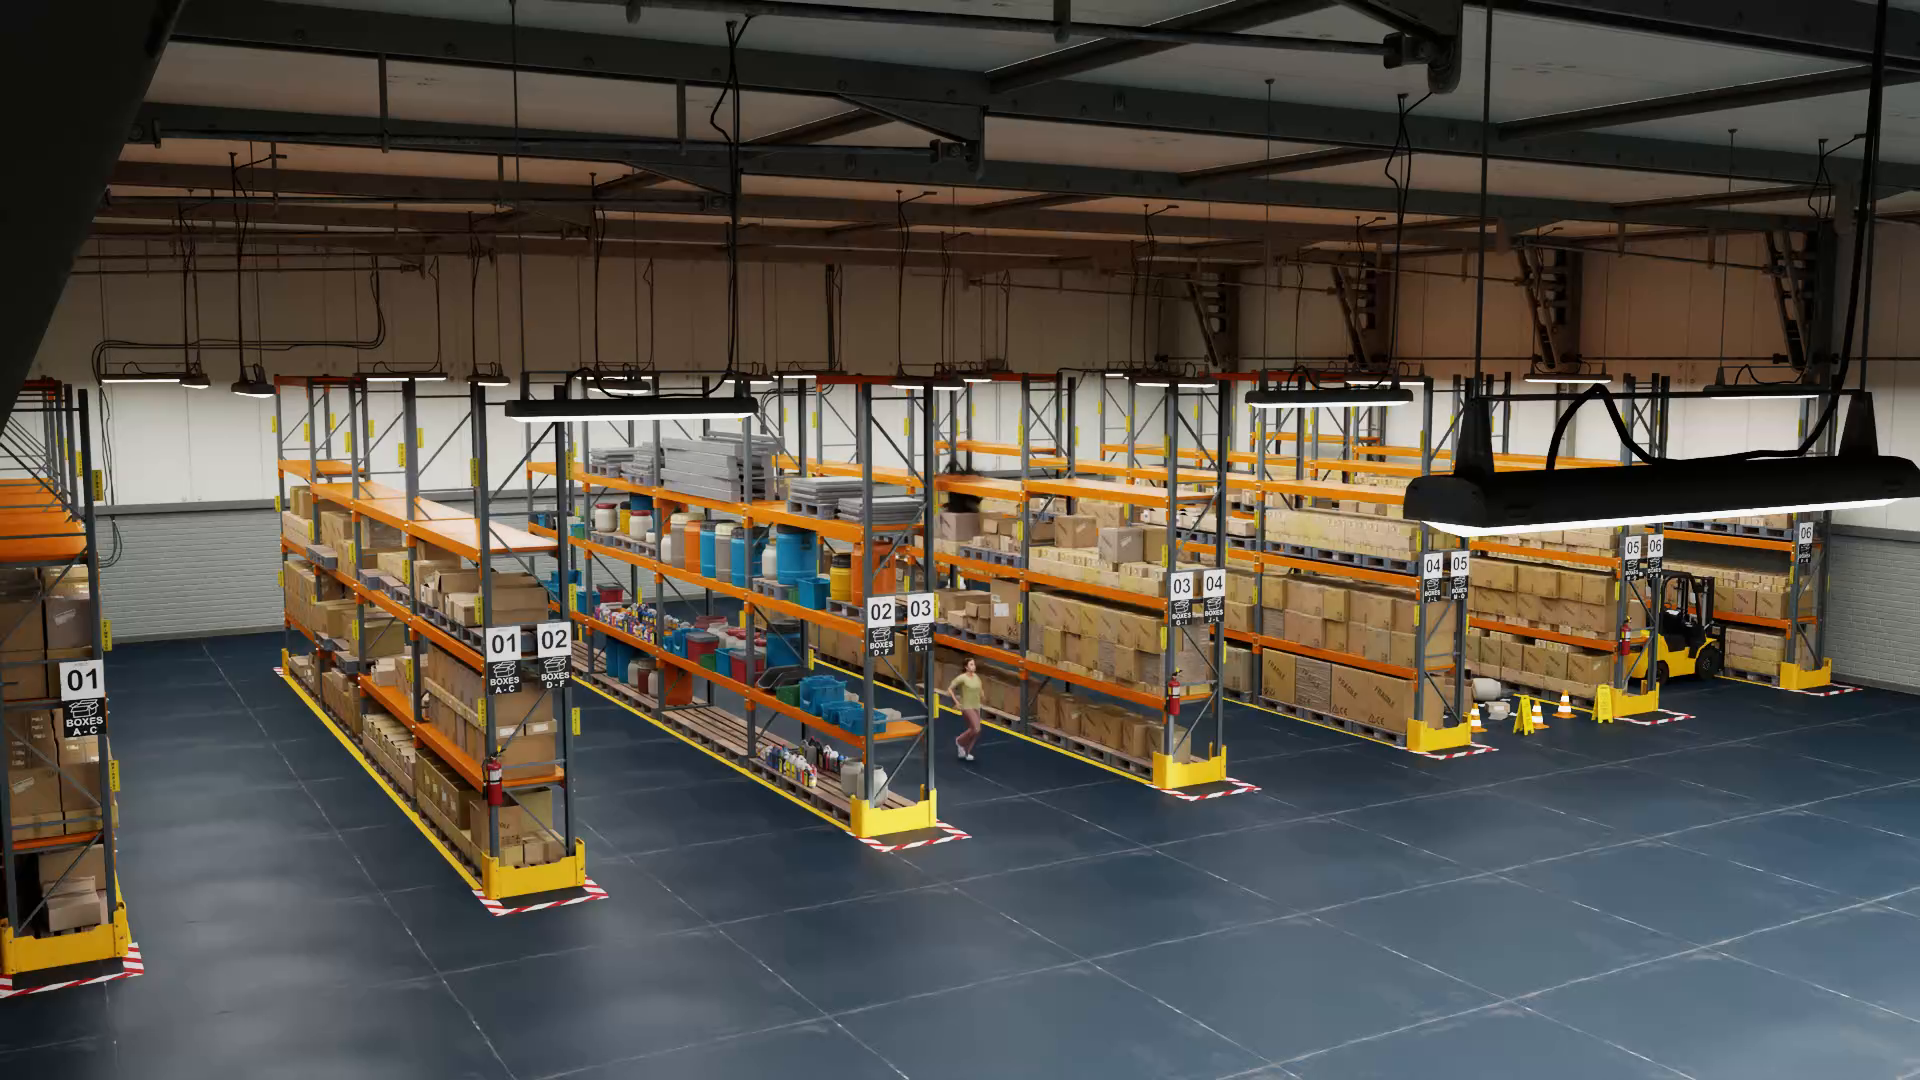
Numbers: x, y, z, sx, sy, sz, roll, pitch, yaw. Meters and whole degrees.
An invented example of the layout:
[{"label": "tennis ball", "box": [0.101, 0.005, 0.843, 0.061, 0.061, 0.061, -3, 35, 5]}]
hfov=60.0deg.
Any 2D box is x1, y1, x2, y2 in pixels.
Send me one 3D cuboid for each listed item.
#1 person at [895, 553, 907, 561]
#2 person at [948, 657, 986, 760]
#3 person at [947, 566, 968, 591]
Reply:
[{"label": "person", "box": [-1.572, 0.999, 40.944, 0.740, 1.714, 0.558, 3, 7, 28]}, {"label": "person", "box": [0.180, 2.657, 26.132, 0.549, 1.629, 0.566, 6, 9, 44]}, {"label": "person", "box": [-0.059, 1.411, 37.426, 0.593, 1.695, 0.851, -4, 7, -33]}]
